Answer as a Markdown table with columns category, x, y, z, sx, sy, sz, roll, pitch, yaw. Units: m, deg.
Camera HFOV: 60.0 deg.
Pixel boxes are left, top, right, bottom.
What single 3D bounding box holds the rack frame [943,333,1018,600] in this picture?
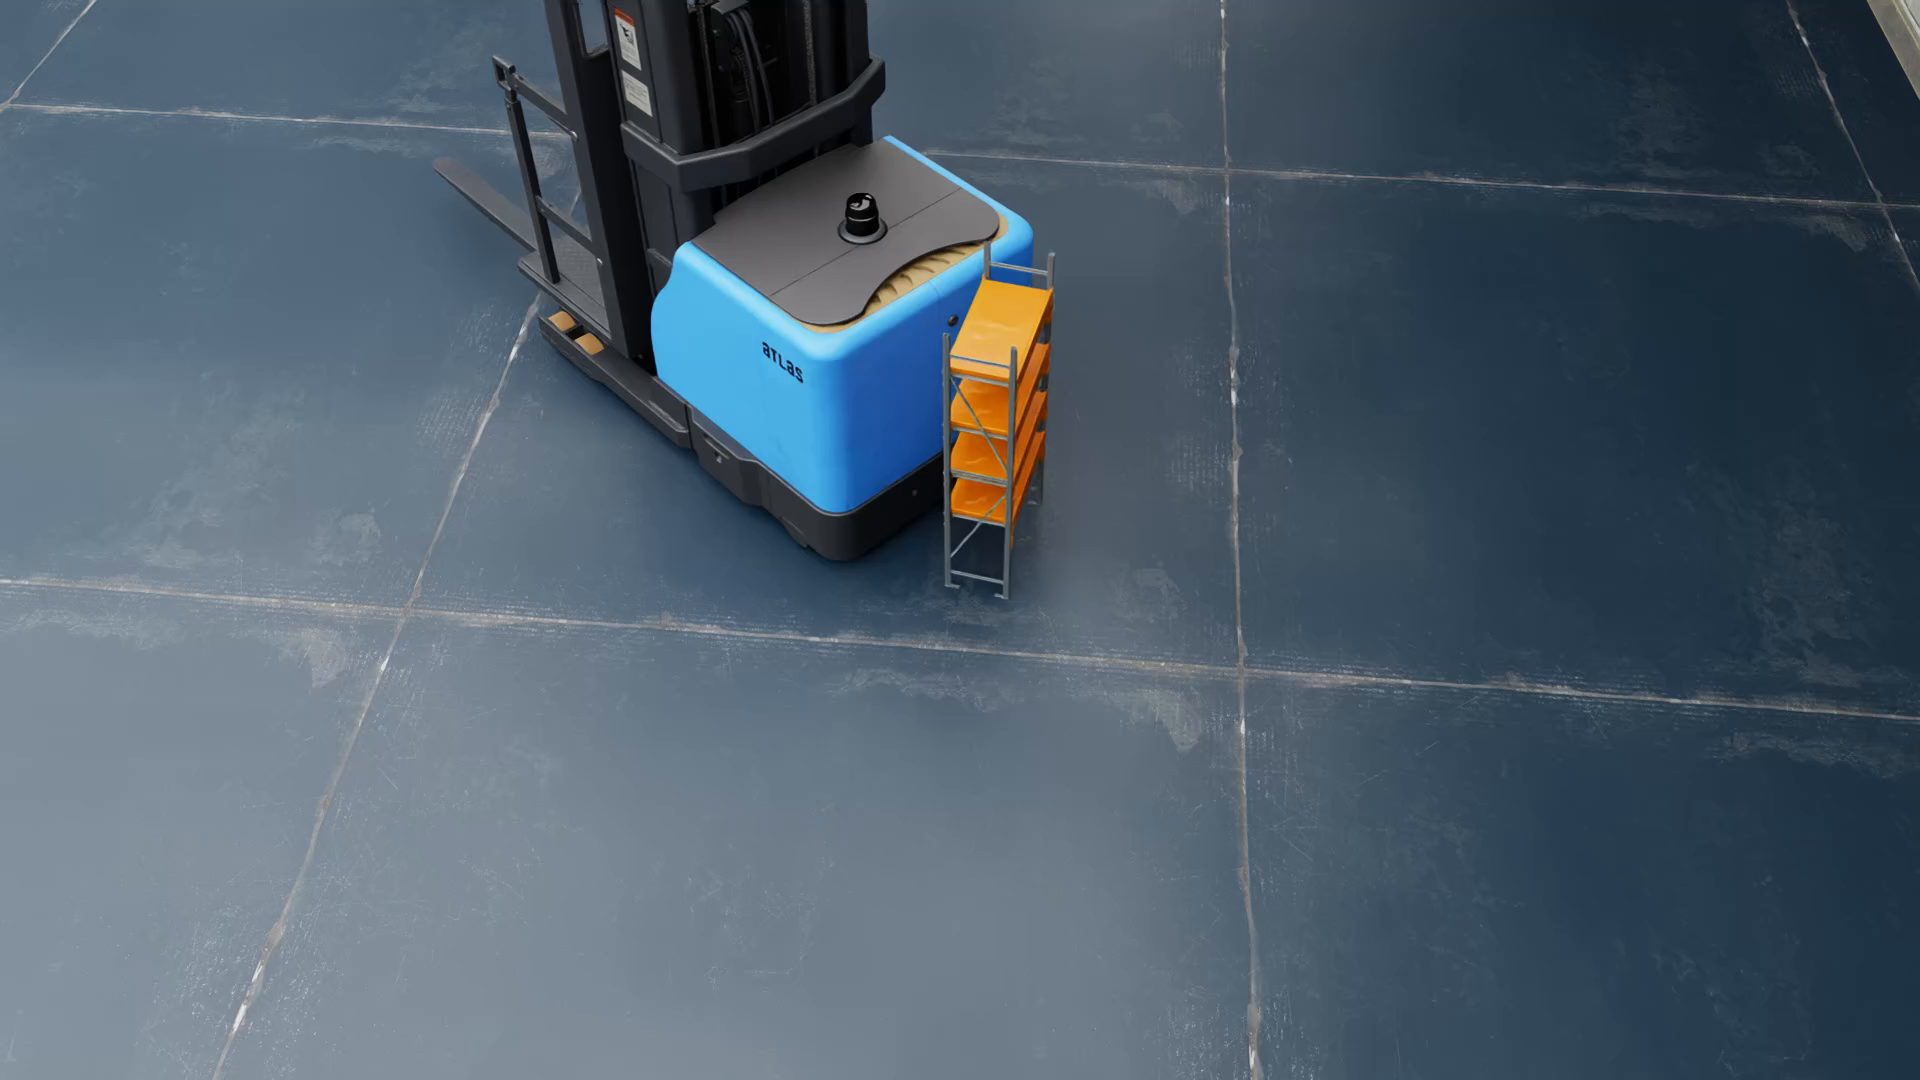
| category | x | y | z | sx | sy | sz | roll | pitch | yaw |
| --- | --- | --- | --- | --- | --- | --- | --- | --- | --- |
| rack frame | 0.063 | -0.215 | 5.633 | 0.240 | 1.200 | 0.015 | 12 | 49 | 11 |

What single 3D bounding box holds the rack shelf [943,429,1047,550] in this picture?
| category | x | y | z | sx | sy | sz | roll | pitch | yaw |
| --- | --- | --- | --- | --- | --- | --- | --- | --- | --- |
| rack shelf | 0.130 | -0.209 | 5.988 | 0.258 | 0.148 | 0.480 | 12 | 49 | 11 |

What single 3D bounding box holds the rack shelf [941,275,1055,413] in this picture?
| category | x | y | z | sx | sy | sz | roll | pitch | yaw |
| --- | --- | --- | --- | --- | --- | --- | --- | --- | --- |
| rack shelf | 0.130 | -0.653 | 5.502 | 0.258 | 0.148 | 0.480 | 12 | 49 | 11 |

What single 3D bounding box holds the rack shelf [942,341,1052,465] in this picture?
| category | x | y | z | sx | sy | sz | roll | pitch | yaw |
| --- | --- | --- | --- | --- | --- | --- | --- | --- | --- |
| rack shelf | 0.130 | -0.494 | 5.676 | 0.258 | 0.148 | 0.480 | 12 | 49 | 11 |

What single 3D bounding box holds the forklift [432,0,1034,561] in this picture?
| category | x | y | z | sx | sy | sz | roll | pitch | yaw |
| --- | --- | --- | --- | --- | --- | --- | --- | --- | --- |
| forklift | -1.104 | -1.908 | 6.009 | 1.130 | 2.935 | 3.031 | -35 | 56 | -28 |

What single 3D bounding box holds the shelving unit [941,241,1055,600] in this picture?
| category | x | y | z | sx | sy | sz | roll | pitch | yaw |
| --- | --- | --- | --- | --- | --- | --- | --- | --- | --- |
| shelving unit | 0.130 | -0.388 | 5.792 | 0.258 | 1.200 | 0.503 | 12 | 49 | 11 |

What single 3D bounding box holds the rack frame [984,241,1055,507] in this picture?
| category | x | y | z | sx | sy | sz | roll | pitch | yaw |
| --- | --- | --- | --- | --- | --- | --- | --- | --- | --- |
| rack frame | 0.197 | -0.561 | 5.950 | 0.240 | 1.200 | 0.015 | 12 | 49 | 11 |

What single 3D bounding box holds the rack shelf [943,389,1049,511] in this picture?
| category | x | y | z | sx | sy | sz | roll | pitch | yaw |
| --- | --- | --- | --- | --- | --- | --- | --- | --- | --- |
| rack shelf | 0.130 | -0.343 | 5.841 | 0.258 | 0.148 | 0.480 | 12 | 49 | 11 |
